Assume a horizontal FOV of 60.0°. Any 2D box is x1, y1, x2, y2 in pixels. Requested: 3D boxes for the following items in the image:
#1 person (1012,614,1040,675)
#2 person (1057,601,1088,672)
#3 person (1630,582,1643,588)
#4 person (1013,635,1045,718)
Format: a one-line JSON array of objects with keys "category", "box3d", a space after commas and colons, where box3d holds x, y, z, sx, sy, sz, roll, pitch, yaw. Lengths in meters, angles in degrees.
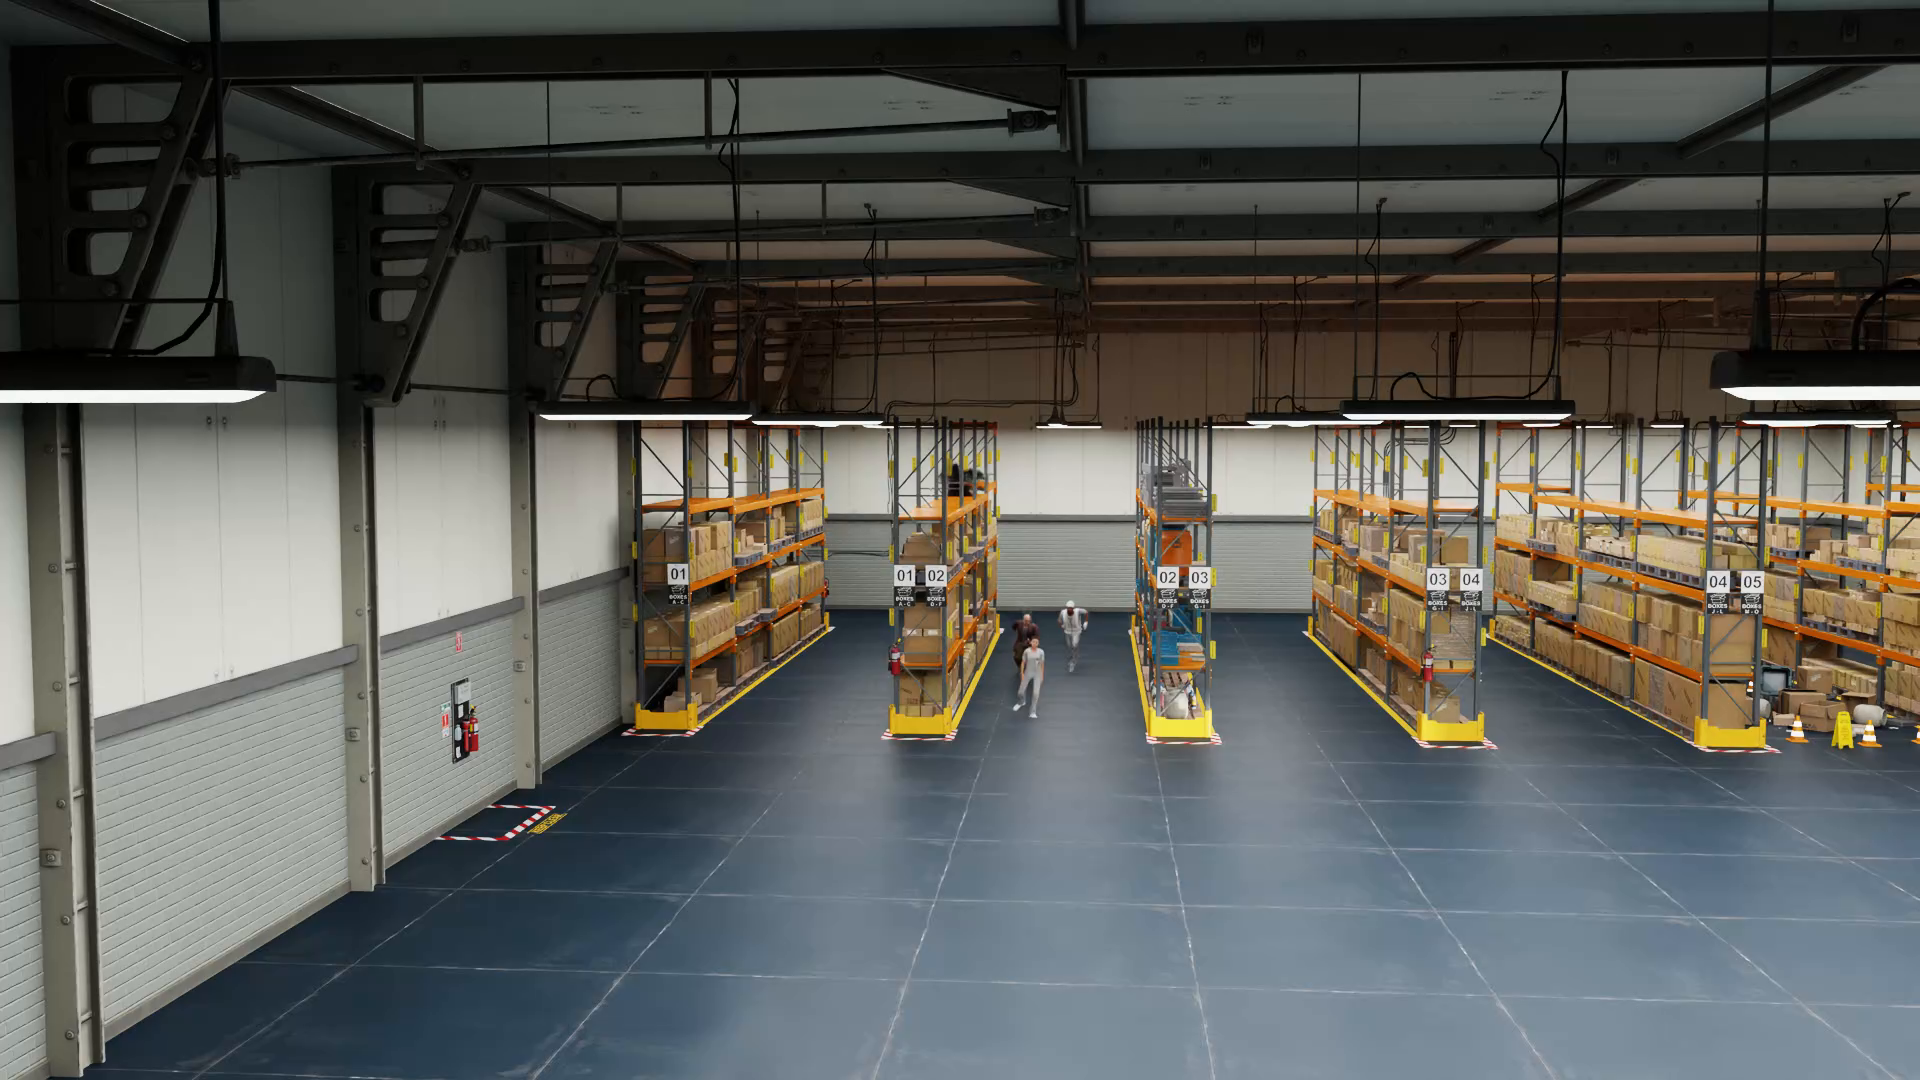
[{"category": "person", "box3d": [1.496, 2.465, 38.286, 0.734, 1.495, 1.058, 1, 4, 11]}, {"category": "person", "box3d": [2.726, 2.292, 40.018, 0.733, 1.736, 1.014, 1, 4, 12]}, {"category": "person", "box3d": [19.168, 1.743, 47.169, 0.803, 1.845, 0.650, 0, 4, -2]}, {"category": "person", "box3d": [1.375, 2.713, 33.326, 0.641, 1.645, 0.576, 0, 4, 4]}]
